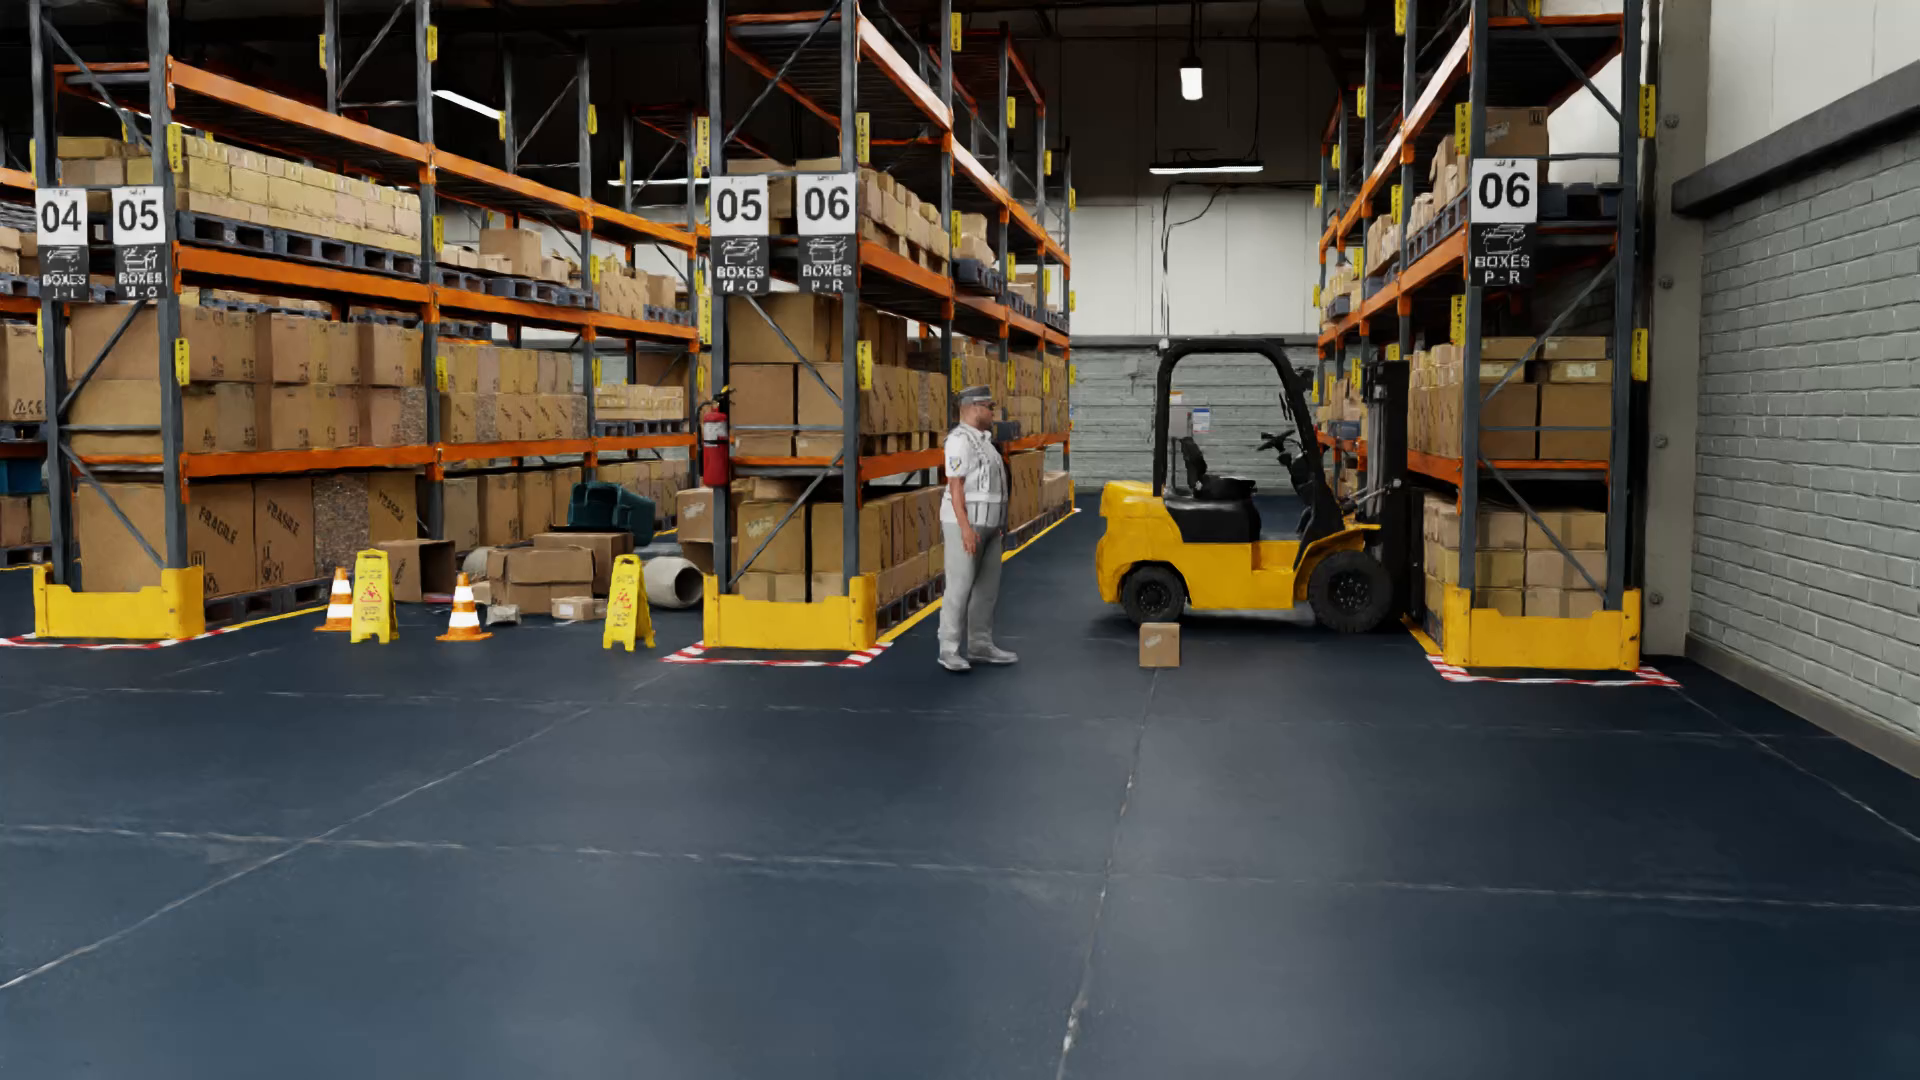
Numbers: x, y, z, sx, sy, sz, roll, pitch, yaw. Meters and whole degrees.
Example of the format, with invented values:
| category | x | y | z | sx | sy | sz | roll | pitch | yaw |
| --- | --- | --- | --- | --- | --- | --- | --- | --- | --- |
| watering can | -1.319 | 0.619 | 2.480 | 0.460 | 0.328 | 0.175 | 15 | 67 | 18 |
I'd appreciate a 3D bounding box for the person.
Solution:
| category | x | y | z | sx | sy | sz | roll | pitch | yaw |
| --- | --- | --- | --- | --- | --- | --- | --- | --- | --- |
| person | 0.089 | -0.090 | 10.457 | 0.406 | 1.771 | 0.622 | 2 | 5 | 26 |
